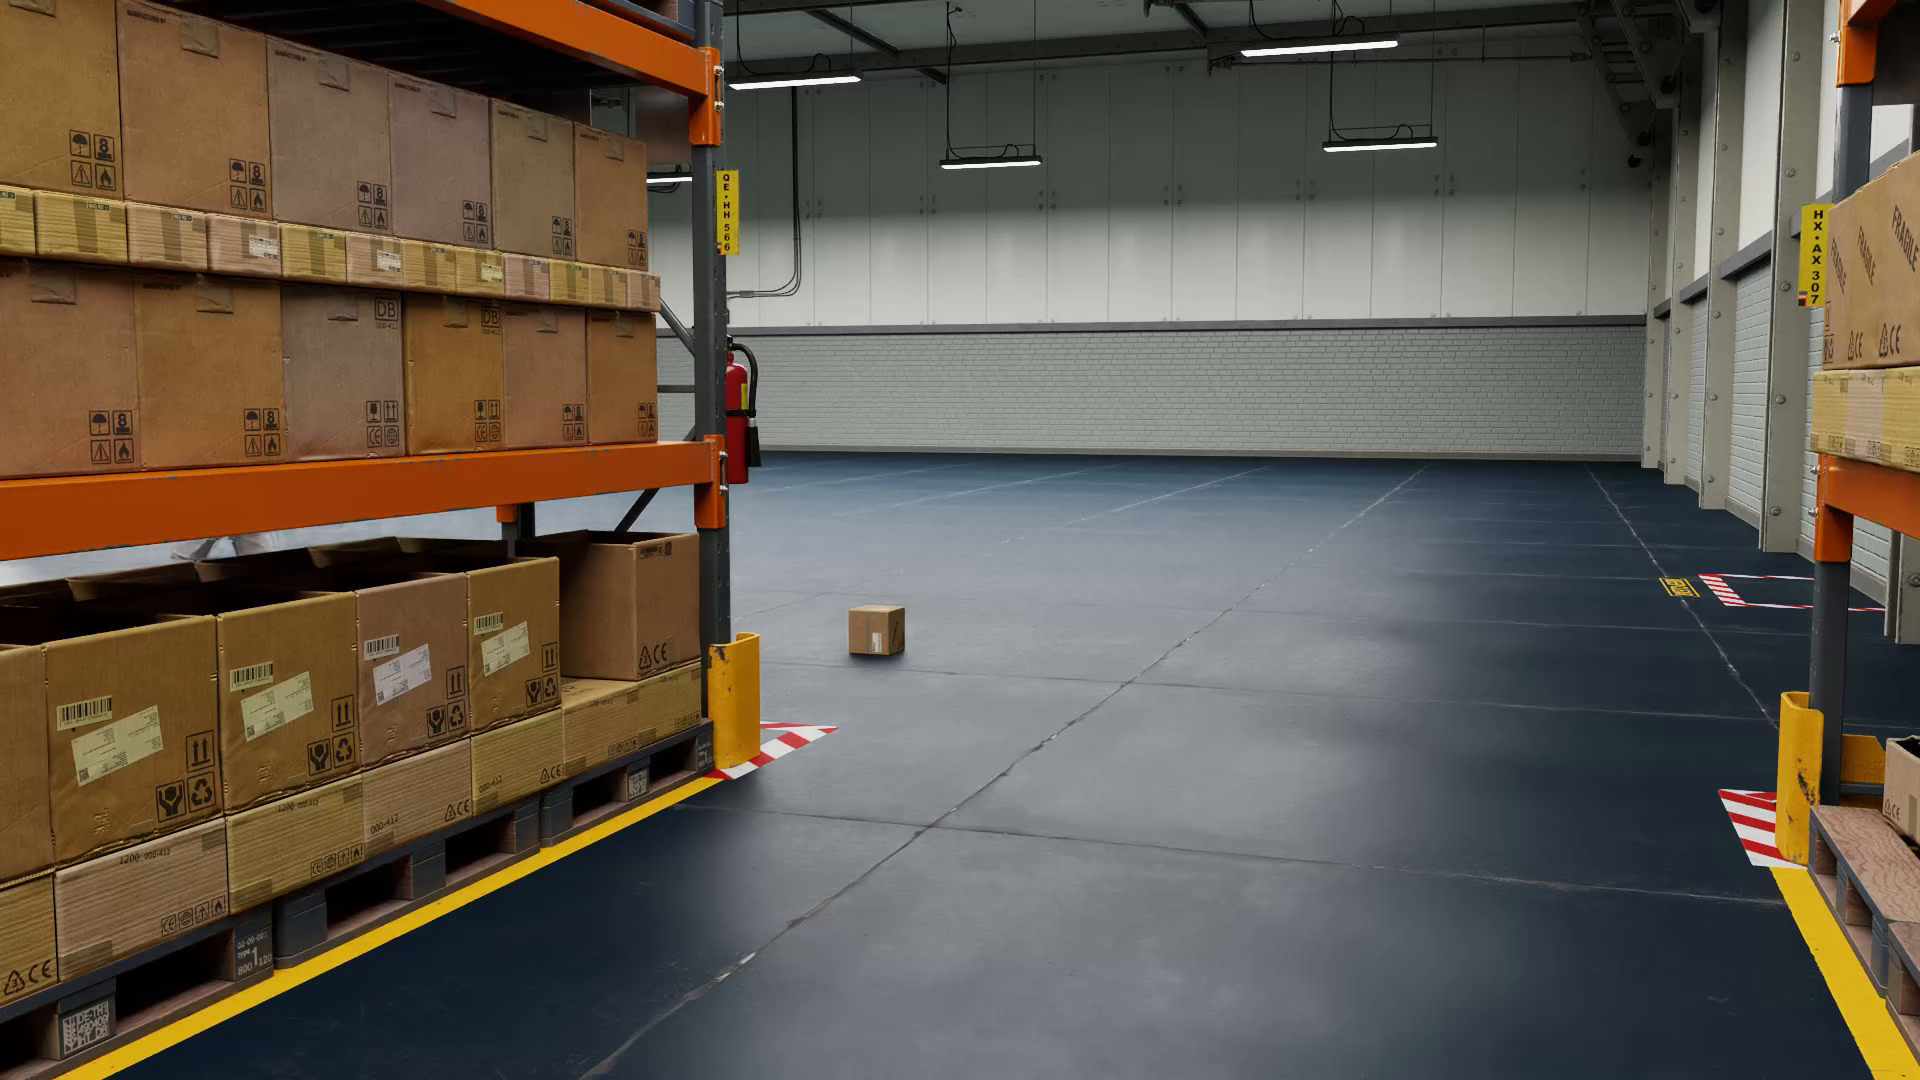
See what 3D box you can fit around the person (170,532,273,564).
[{"bbox_3d":[-4.159,-0.225,9.325,1.070,1.738,0.533,1,5,13],"label":"person"}]
